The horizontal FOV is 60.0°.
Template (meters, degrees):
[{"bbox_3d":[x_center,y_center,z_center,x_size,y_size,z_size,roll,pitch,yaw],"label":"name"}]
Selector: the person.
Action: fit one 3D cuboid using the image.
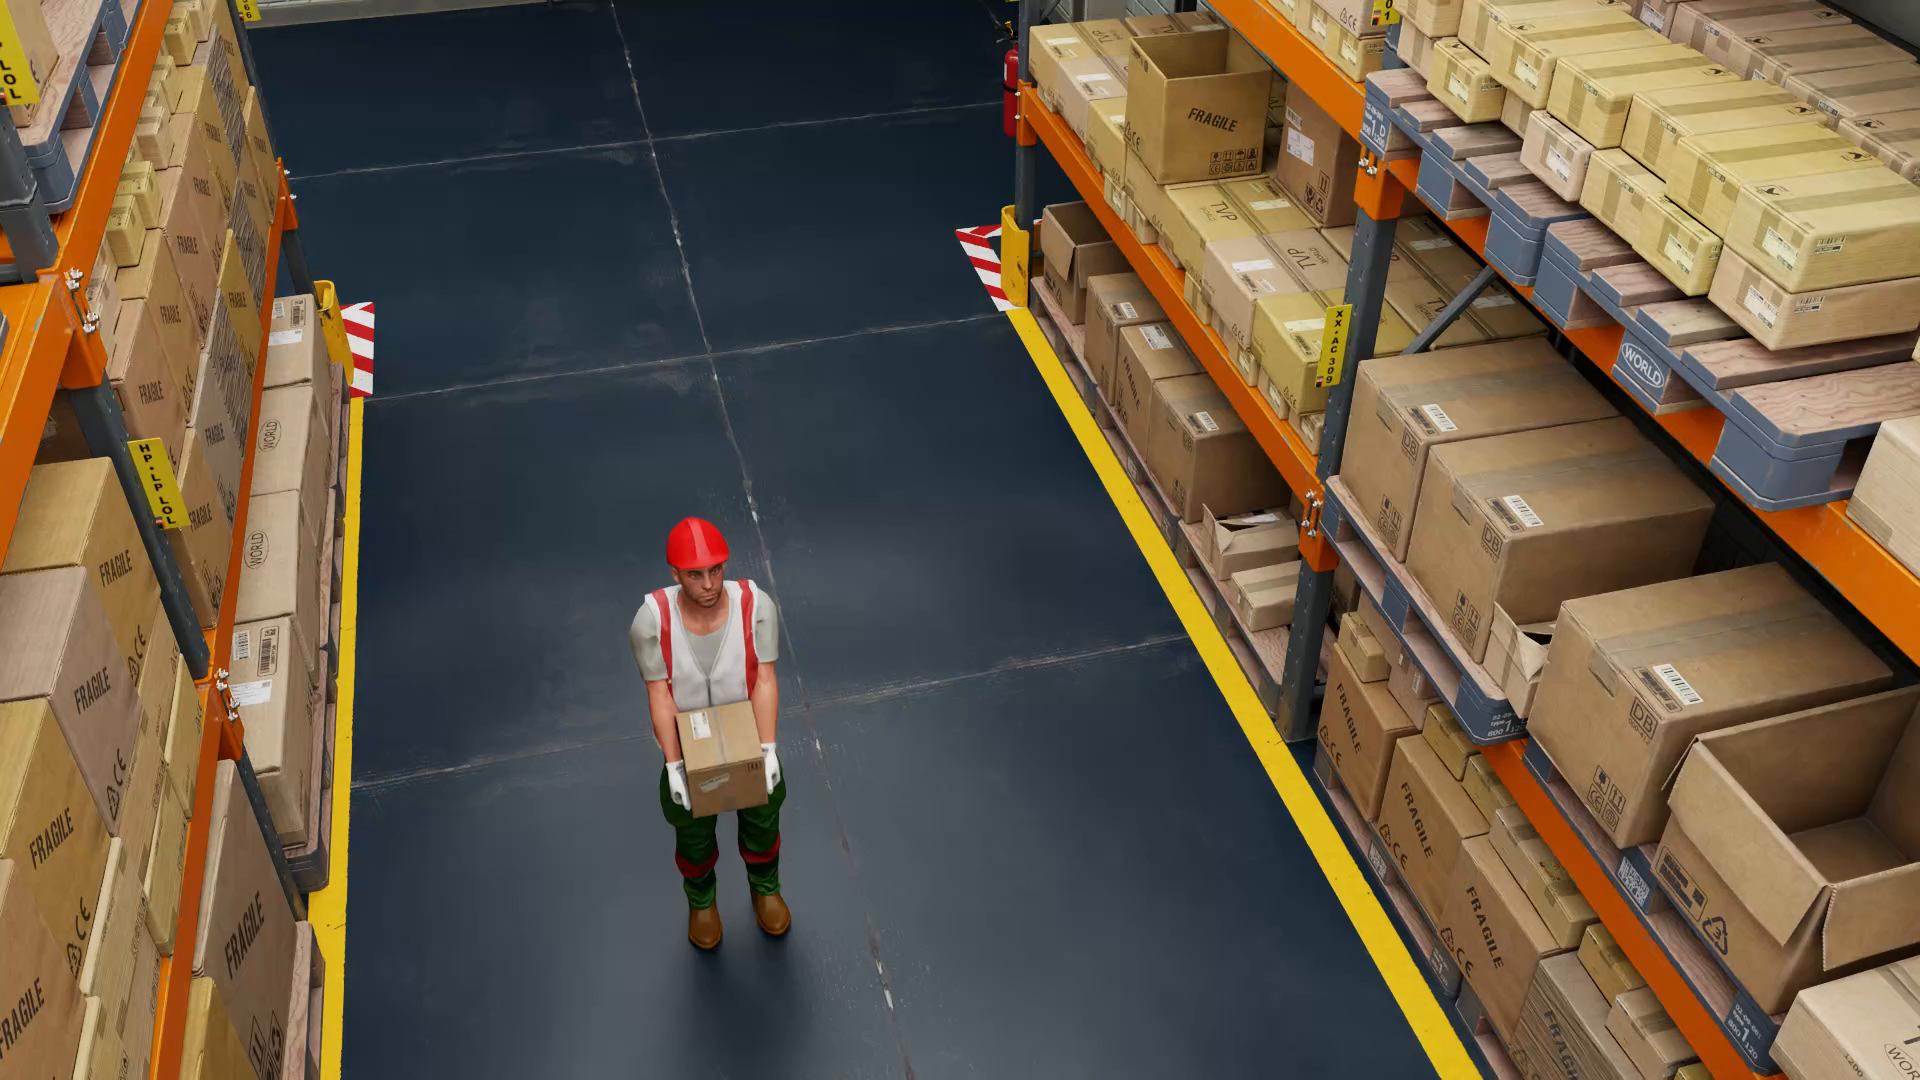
[{"bbox_3d":[-0.818,0.749,5.736,0.494,1.783,0.563,-9,39,-12],"label":"person"}]
